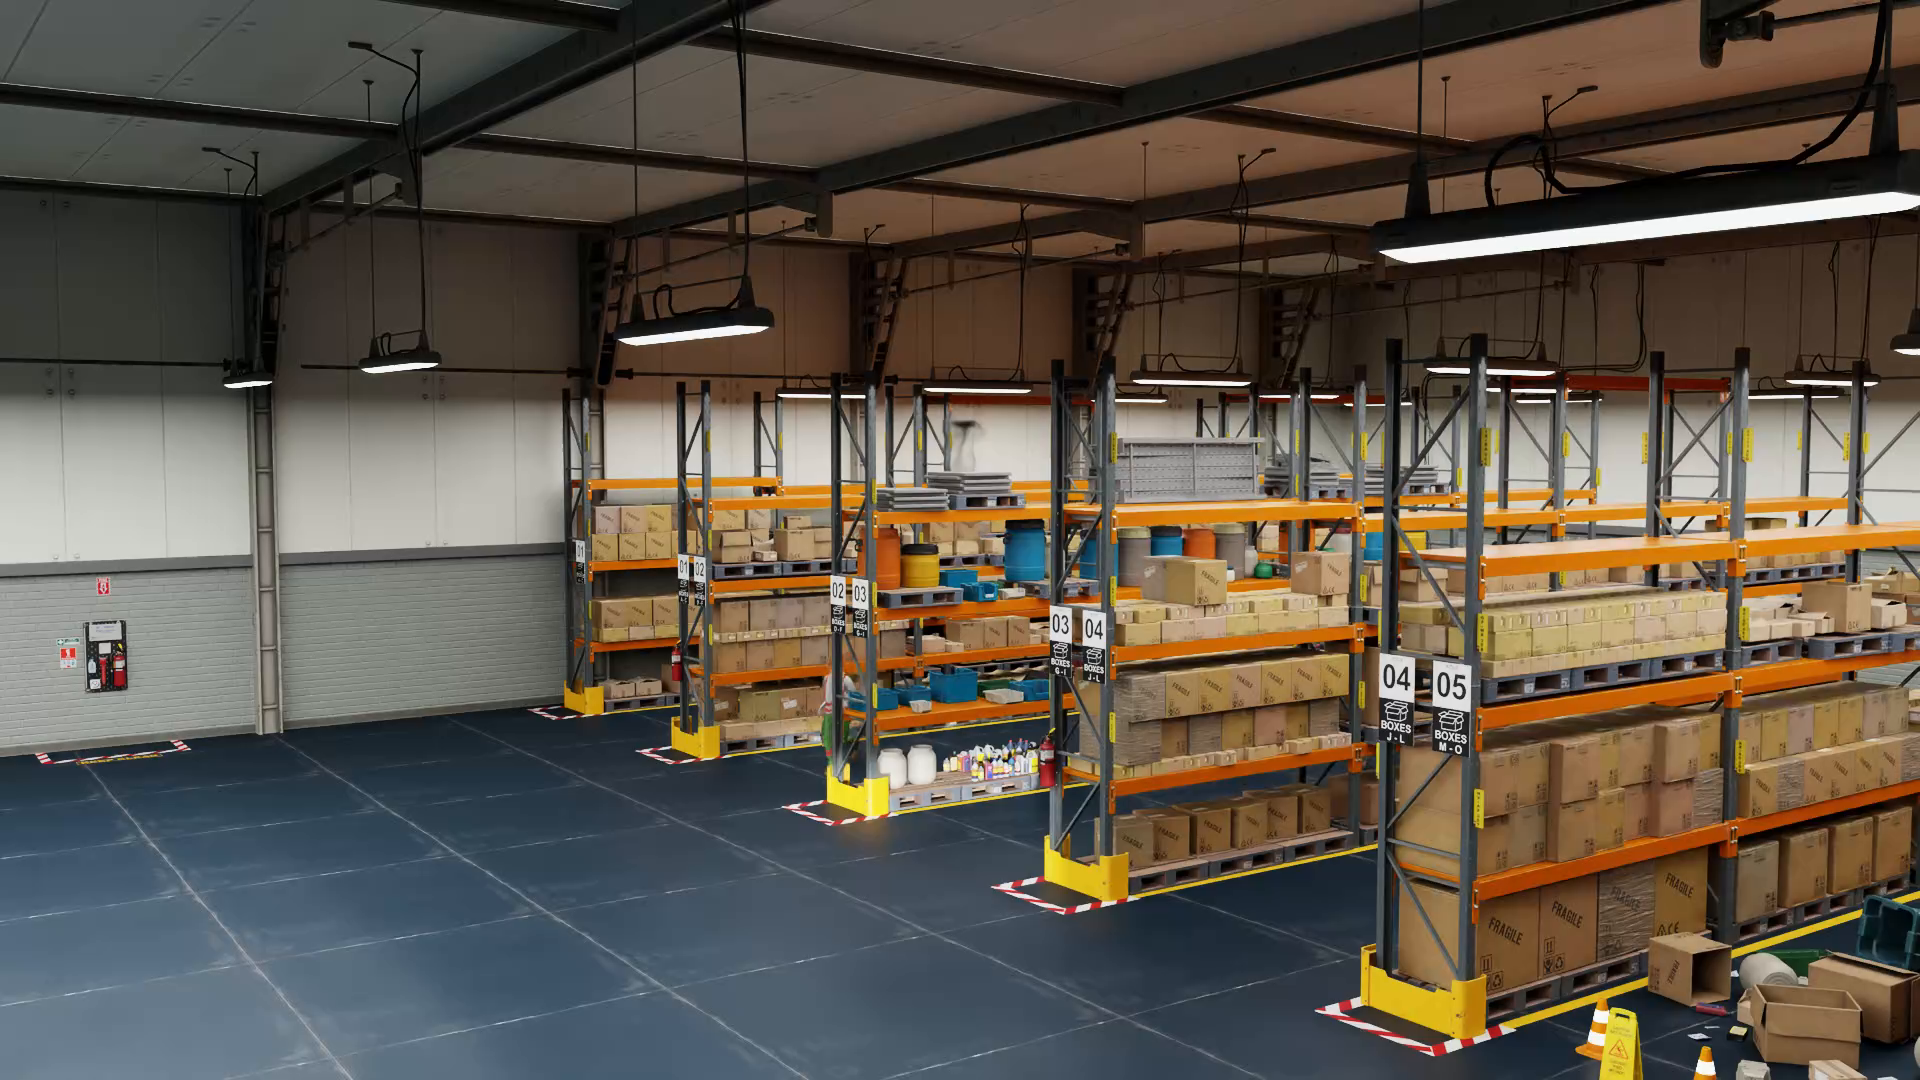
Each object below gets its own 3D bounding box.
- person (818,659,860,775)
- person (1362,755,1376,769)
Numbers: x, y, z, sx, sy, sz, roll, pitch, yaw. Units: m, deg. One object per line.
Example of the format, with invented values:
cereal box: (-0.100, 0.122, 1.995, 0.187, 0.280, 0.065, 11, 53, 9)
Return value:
person: (-1.845, 2.656, 25.429, 0.637, 1.766, 0.908, 2, 4, 23)
person: (6.301, 2.720, 25.727, 0.531, 1.617, 0.576, -3, 5, -39)
